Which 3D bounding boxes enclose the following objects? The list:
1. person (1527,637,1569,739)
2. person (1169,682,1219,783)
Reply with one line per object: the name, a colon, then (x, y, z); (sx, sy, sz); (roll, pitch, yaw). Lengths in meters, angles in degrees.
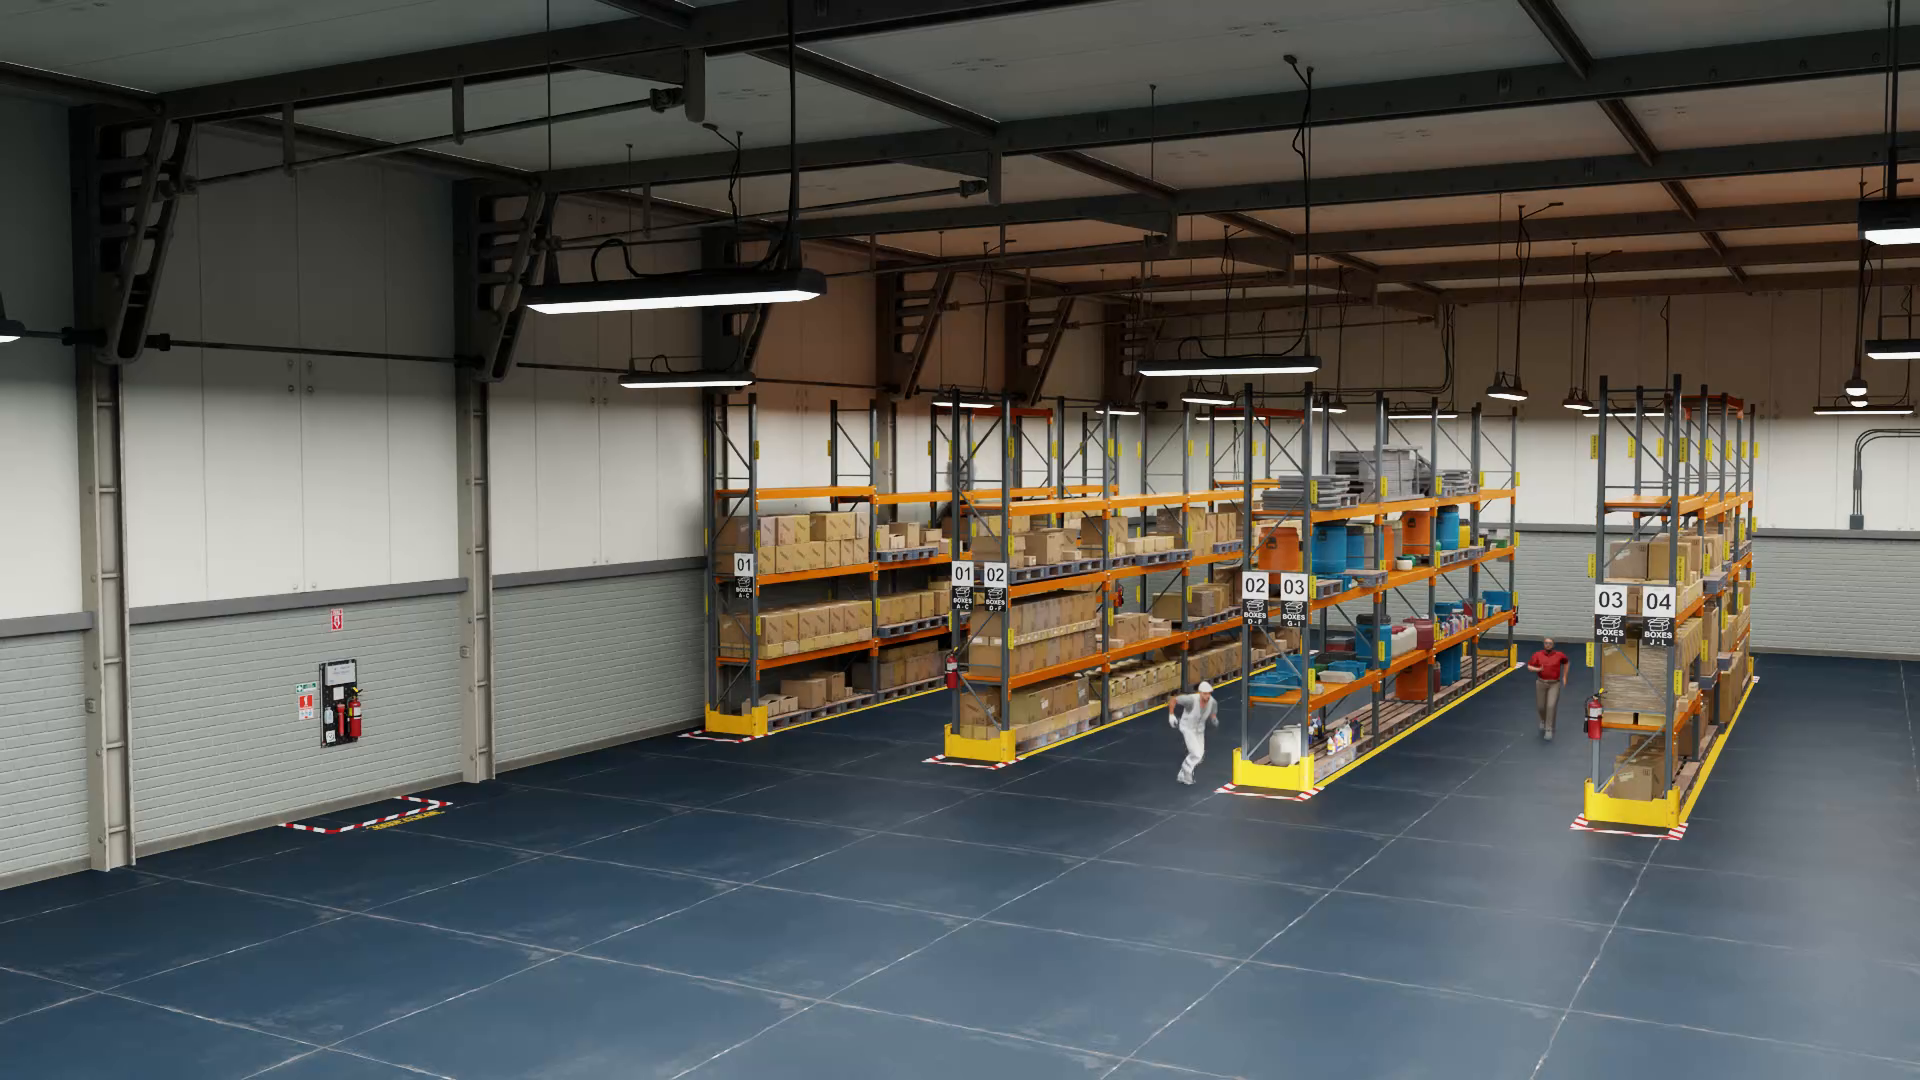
person: (10.263, 2.549, 29.038); (0.675, 1.721, 0.943); (1, 3, 23)
person: (3.449, 2.862, 24.602); (0.704, 1.598, 0.909); (-1, 3, -24)
